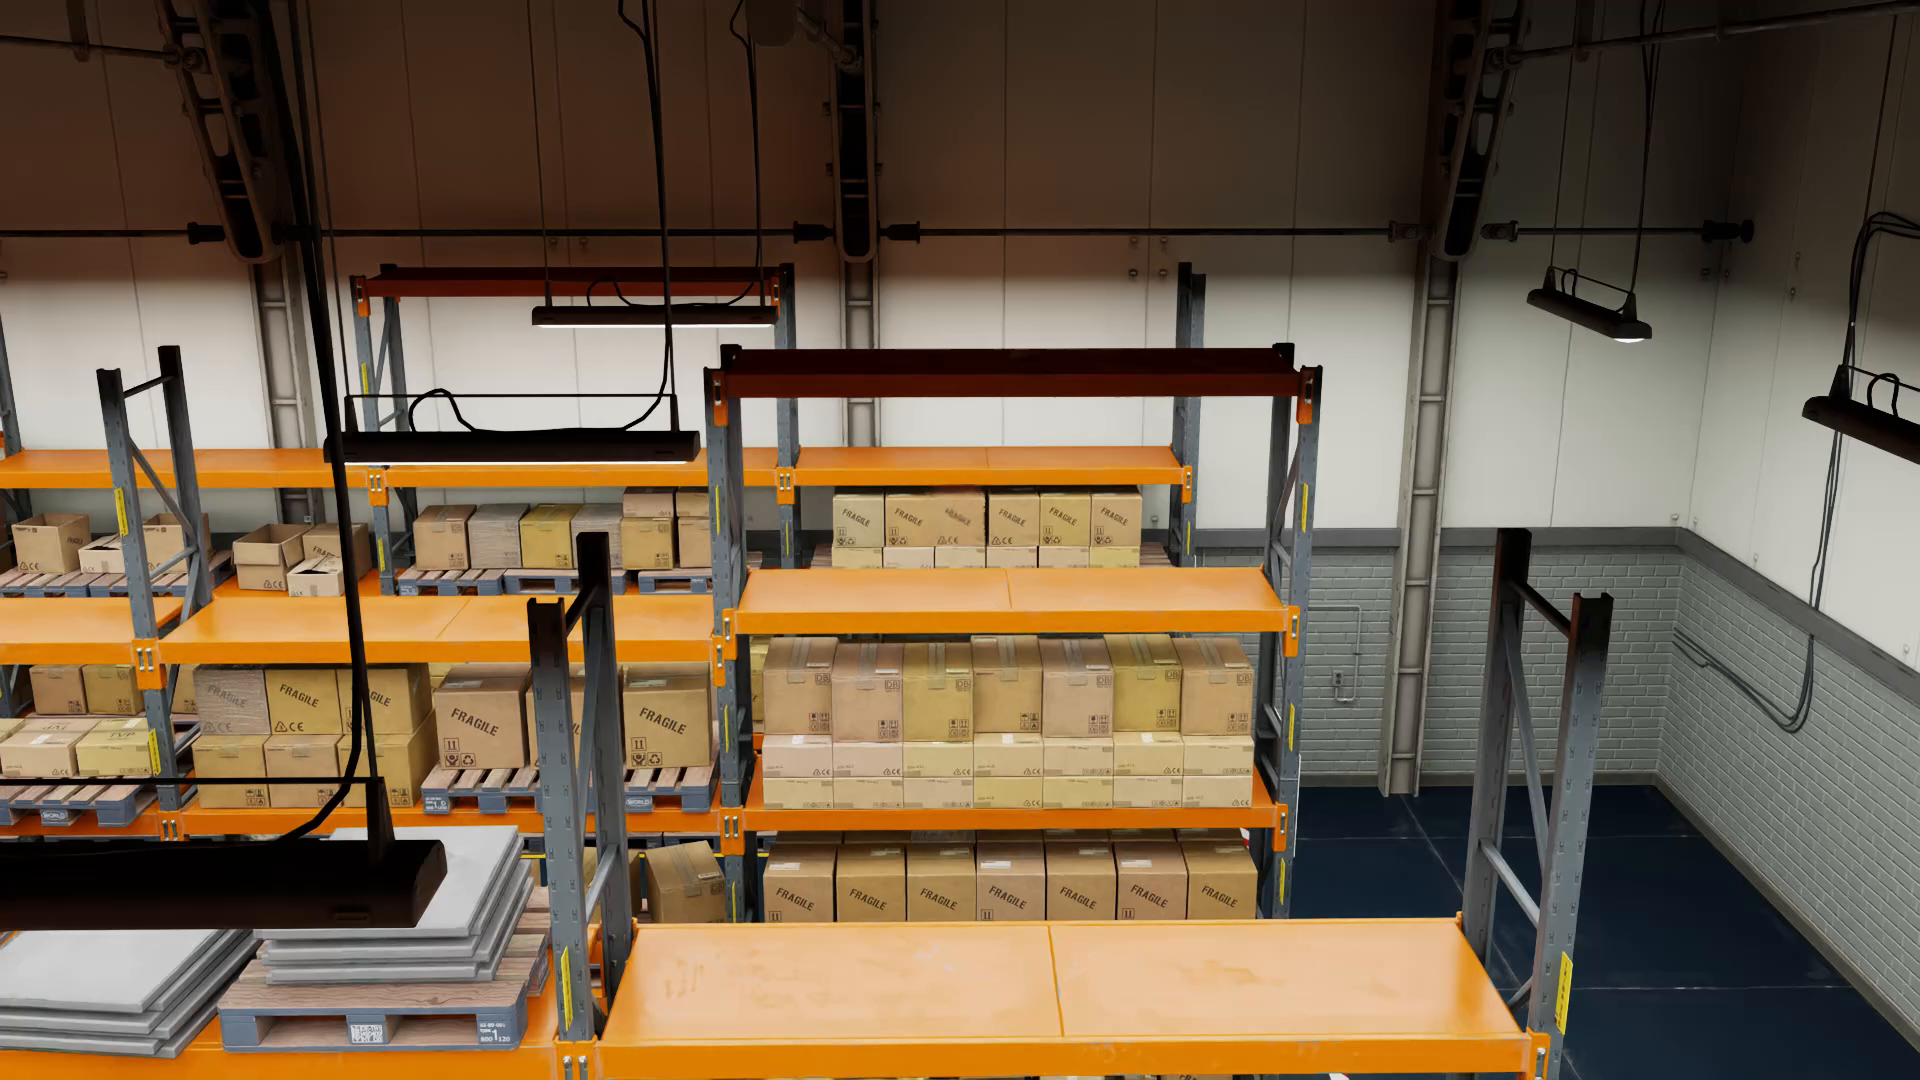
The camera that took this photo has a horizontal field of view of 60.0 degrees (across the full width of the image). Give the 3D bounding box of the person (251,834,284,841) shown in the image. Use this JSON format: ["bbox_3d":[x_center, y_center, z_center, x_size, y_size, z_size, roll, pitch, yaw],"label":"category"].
[{"bbox_3d":[-6.439,2.982,15.425,0.595,1.738,0.464,-2,16,-7],"label":"person"}]
